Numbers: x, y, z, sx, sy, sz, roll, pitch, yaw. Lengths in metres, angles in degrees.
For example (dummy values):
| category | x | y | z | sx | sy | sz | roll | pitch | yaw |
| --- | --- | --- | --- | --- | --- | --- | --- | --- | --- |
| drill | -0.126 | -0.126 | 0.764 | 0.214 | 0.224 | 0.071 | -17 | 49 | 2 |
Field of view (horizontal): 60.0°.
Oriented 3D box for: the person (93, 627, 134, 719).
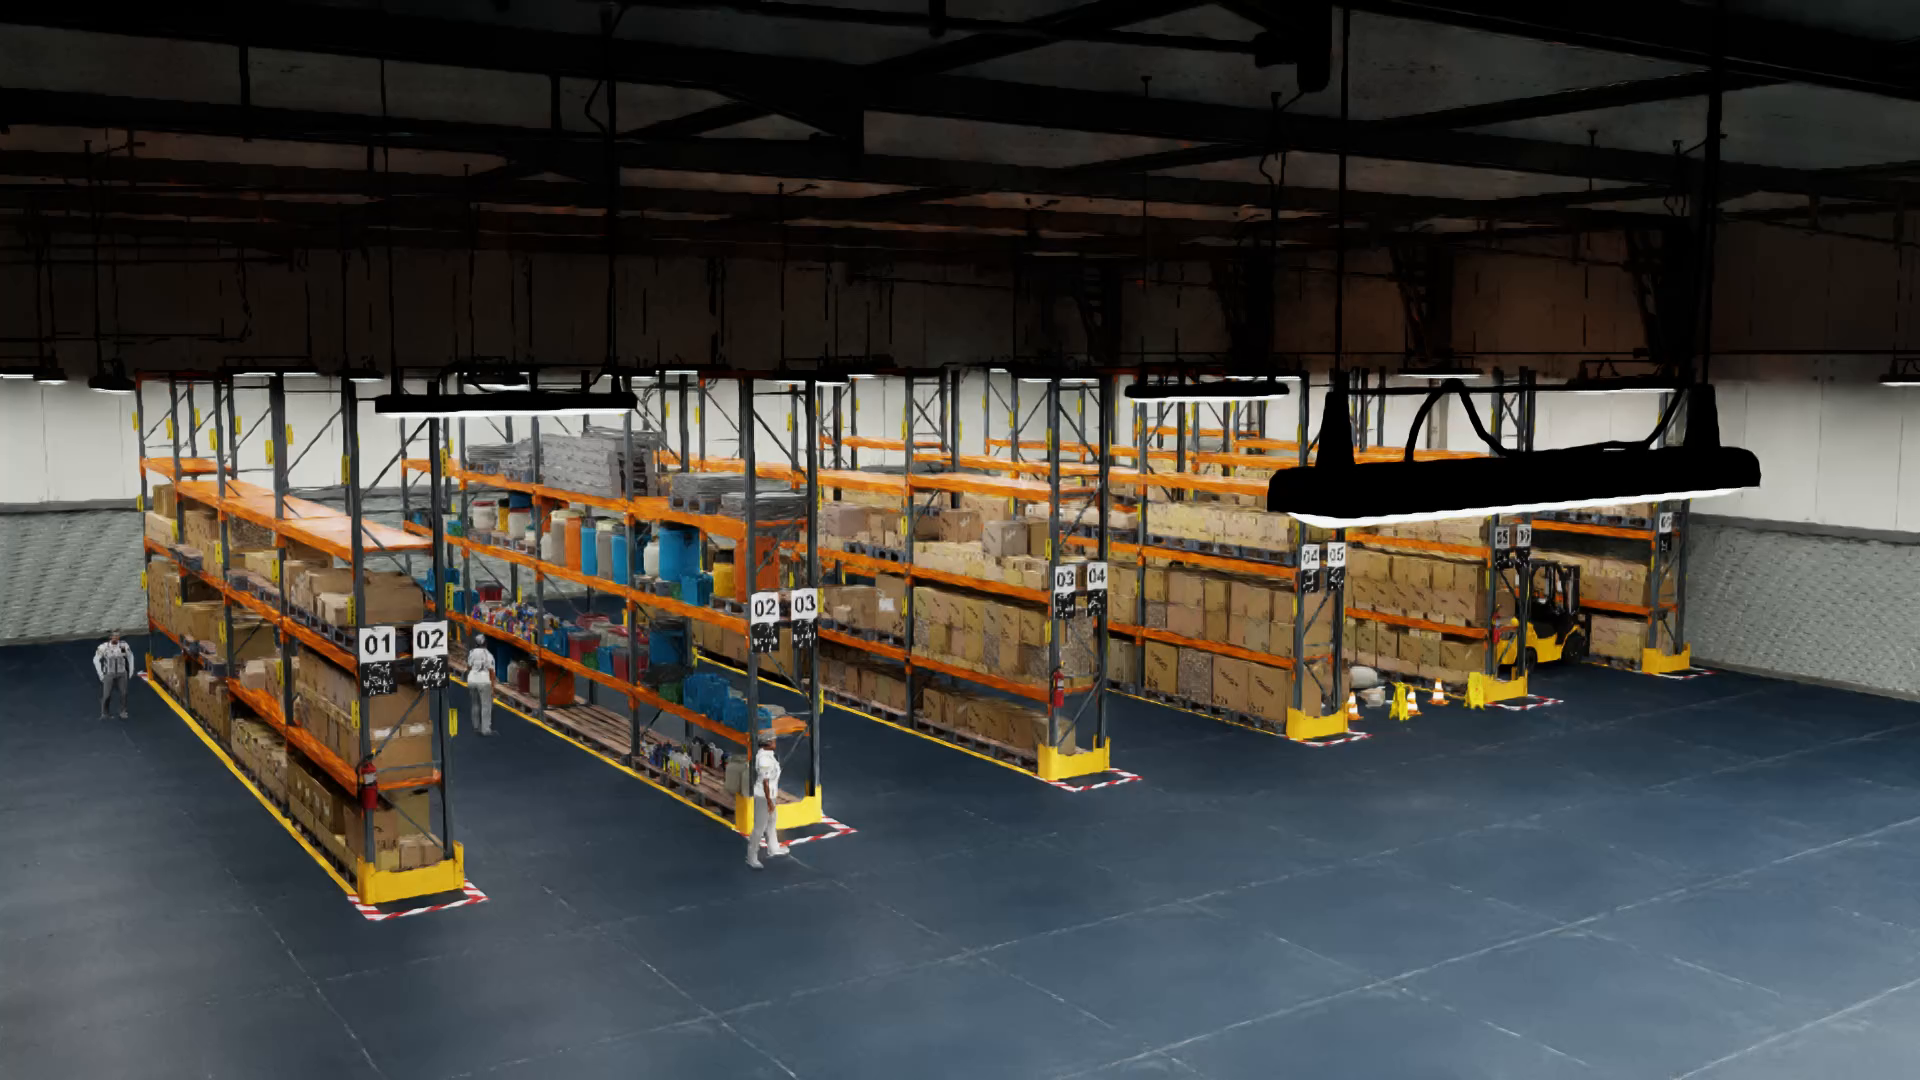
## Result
| category | x | y | z | sx | sy | sz | roll | pitch | yaw |
| --- | --- | --- | --- | --- | --- | --- | --- | --- | --- |
| person | -14.604 | 2.290 | 28.734 | 0.639 | 1.632 | 0.506 | -5 | 8 | -35 |

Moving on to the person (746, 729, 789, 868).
| category | x | y | z | sx | sy | sz | roll | pitch | yaw |
| --- | --- | --- | --- | --- | --- | --- | --- | --- | --- |
| person | -2.401 | 3.159 | 20.642 | 0.518 | 1.666 | 0.675 | 0 | 6 | -4 |

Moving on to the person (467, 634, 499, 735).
| category | x | y | z | sx | sy | sz | roll | pitch | yaw |
| --- | --- | --- | --- | --- | --- | --- | --- | --- | --- |
| person | -7.907 | 2.389 | 27.563 | 0.530 | 1.668 | 0.447 | 3 | 7 | 25 |
